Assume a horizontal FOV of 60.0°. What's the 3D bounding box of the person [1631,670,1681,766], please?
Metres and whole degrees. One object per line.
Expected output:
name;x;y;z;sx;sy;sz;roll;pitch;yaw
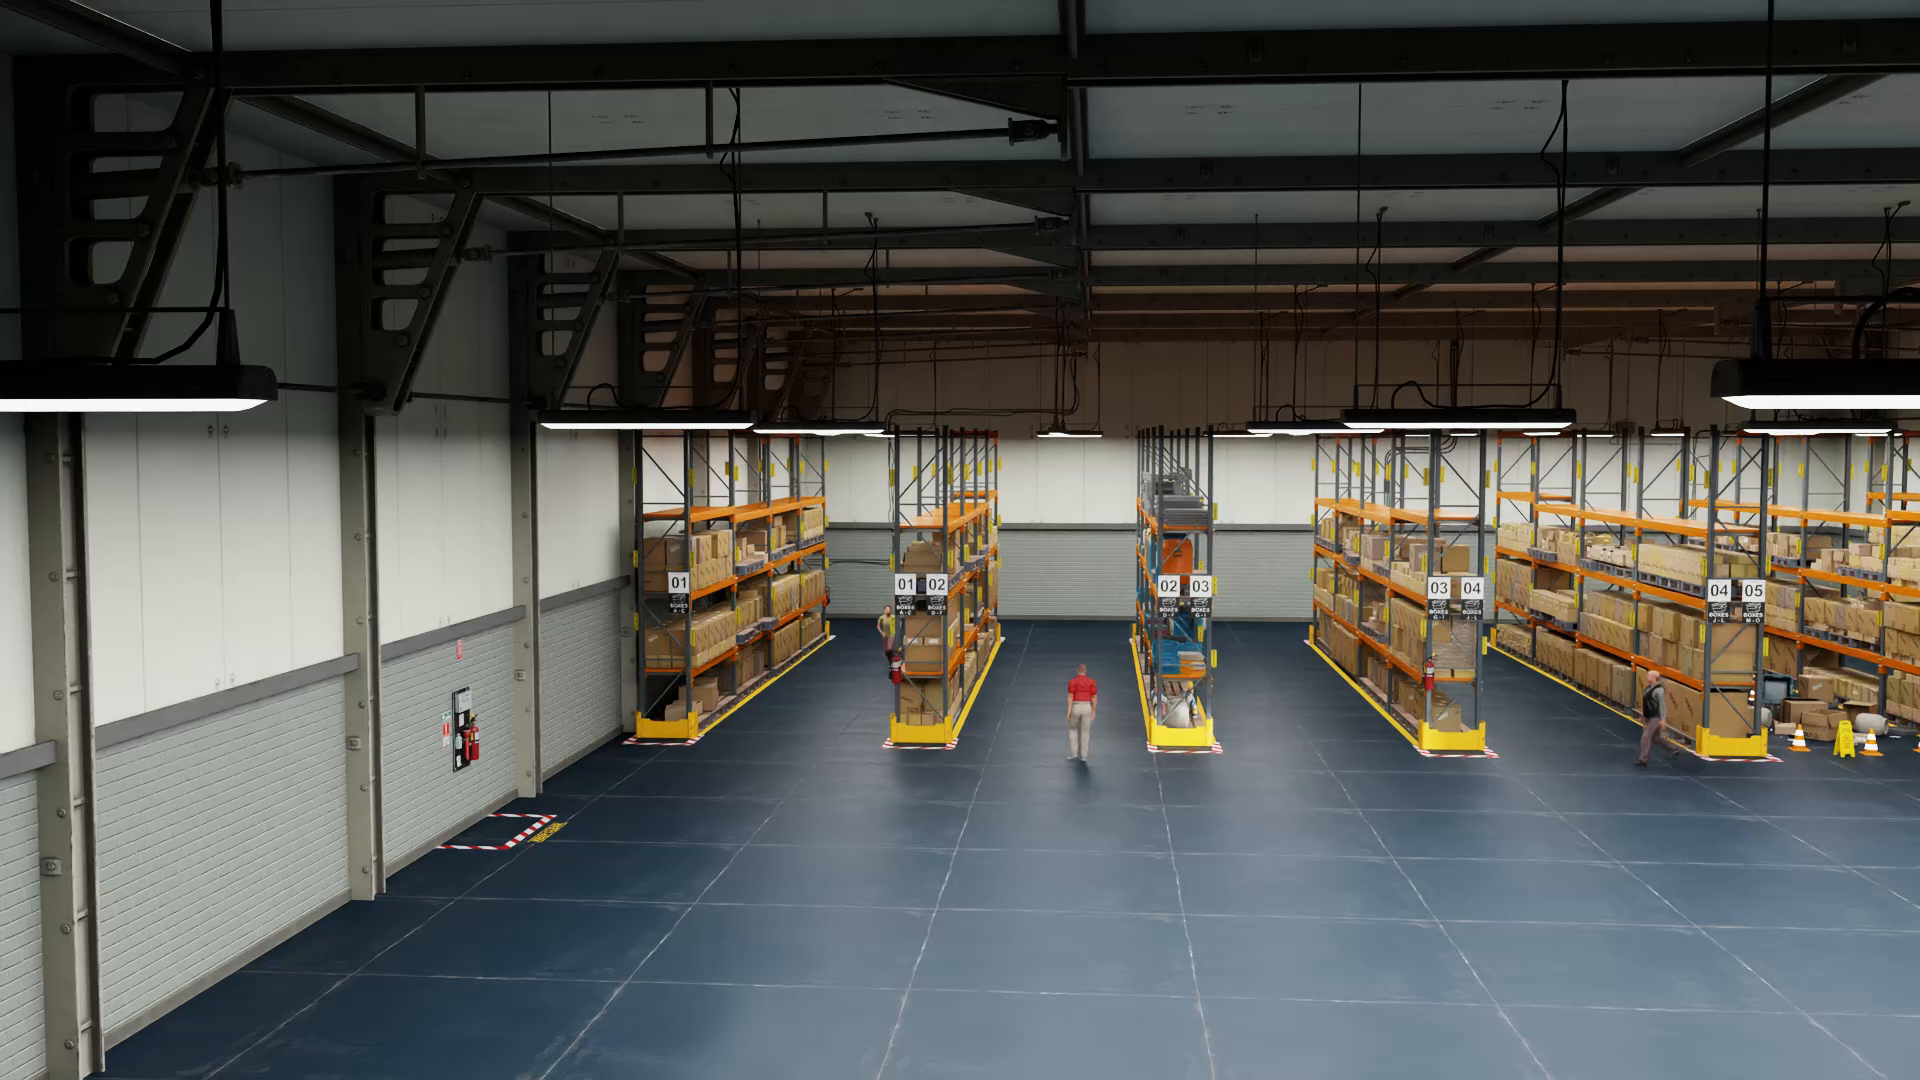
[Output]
person;12.234;3.118;29.200;0.964;1.690;0.558;0;3;-3

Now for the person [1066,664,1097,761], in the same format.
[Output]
person;2.177;3.108;29.713;0.559;1.785;0.599;0;3;-2

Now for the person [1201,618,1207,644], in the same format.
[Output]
person;6.478;2.148;44.680;0.563;1.717;1.114;0;3;-5

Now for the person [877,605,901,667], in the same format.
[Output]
person;-1.779;2.421;41.808;0.566;1.587;0.703;1;4;16
